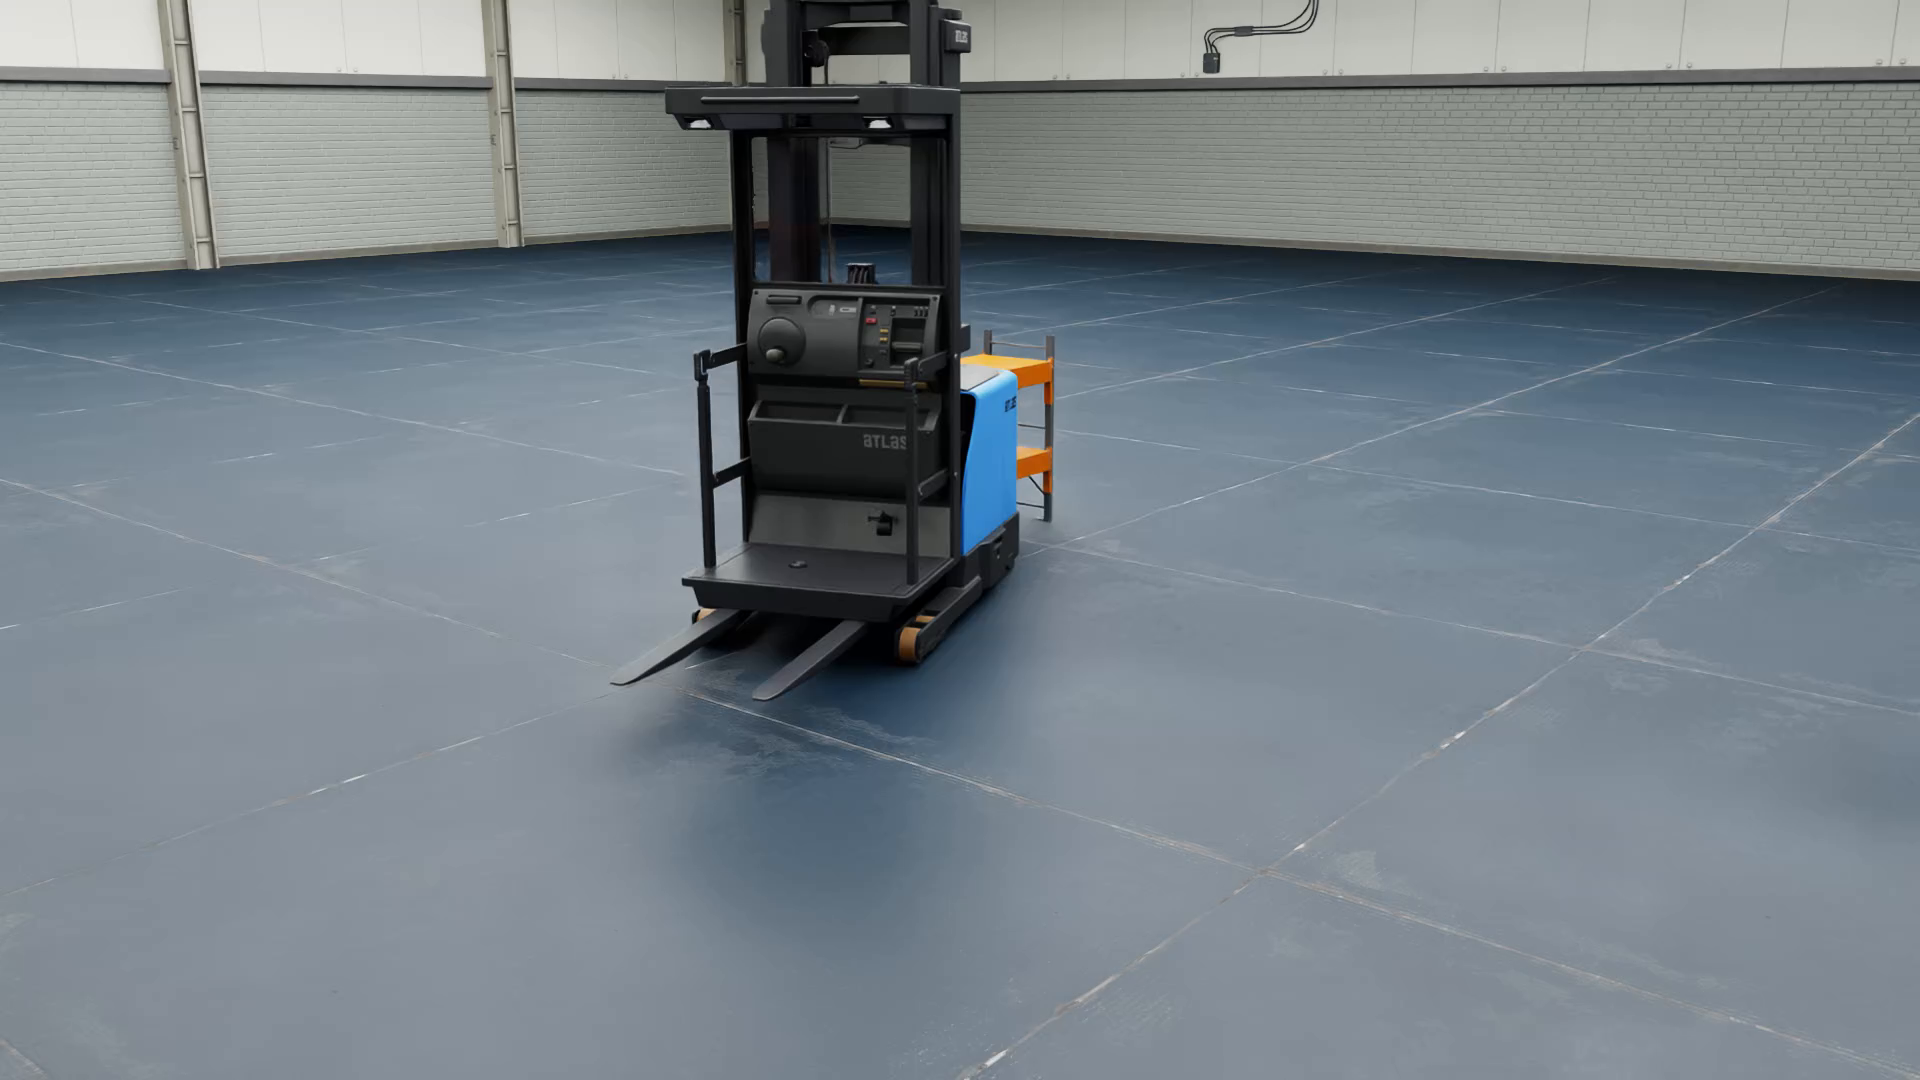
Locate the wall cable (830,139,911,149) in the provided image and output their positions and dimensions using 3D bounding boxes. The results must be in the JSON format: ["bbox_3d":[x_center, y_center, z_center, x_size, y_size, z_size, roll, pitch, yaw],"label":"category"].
[{"bbox_3d":[-1.852,-9.924,36.716,3.097,2.526,0.112,11,18,38],"label":"wall cable"}]

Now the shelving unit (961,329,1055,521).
[{"bbox_3d":[0.046,-0.599,9.696,0.538,1.125,1.048,11,18,36],"label":"shelving unit"}]

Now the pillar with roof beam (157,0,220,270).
[{"bbox_3d":[-8.926,-8.105,23.250,9.100,9.000,0.400,11,18,38],"label":"pillar with roof beam"}]

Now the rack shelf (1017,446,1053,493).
[{"bbox_3d":[0.046,-0.362,9.756,0.538,0.278,1.000,11,18,36],"label":"rack shelf"}]

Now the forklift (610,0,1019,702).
[{"bbox_3d":[-0.605,-0.976,7.511,1.130,2.935,3.031,4,15,17],"label":"forklift"}]

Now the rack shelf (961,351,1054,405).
[{"bbox_3d":[0.046,-0.883,9.624,0.538,0.278,1.000,11,18,36],"label":"rack shelf"}]

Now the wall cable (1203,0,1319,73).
[{"bbox_3d":[5.522,-11.605,30.120,2.305,6.003,0.169,11,18,38],"label":"wall cable"}]

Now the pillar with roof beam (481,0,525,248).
[{"bbox_3d":[-5.155,-9.254,27.773,9.100,9.000,0.400,11,18,38],"label":"pillar with roof beam"}]

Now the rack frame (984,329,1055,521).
[{"bbox_3d":[0.352,-0.699,10.089,0.500,1.125,0.032,11,18,36],"label":"rack frame"}]

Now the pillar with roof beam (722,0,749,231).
[{"bbox_3d":[-1.384,-10.403,32.296,9.100,9.000,0.400,11,18,38],"label":"pillar with roof beam"}]
